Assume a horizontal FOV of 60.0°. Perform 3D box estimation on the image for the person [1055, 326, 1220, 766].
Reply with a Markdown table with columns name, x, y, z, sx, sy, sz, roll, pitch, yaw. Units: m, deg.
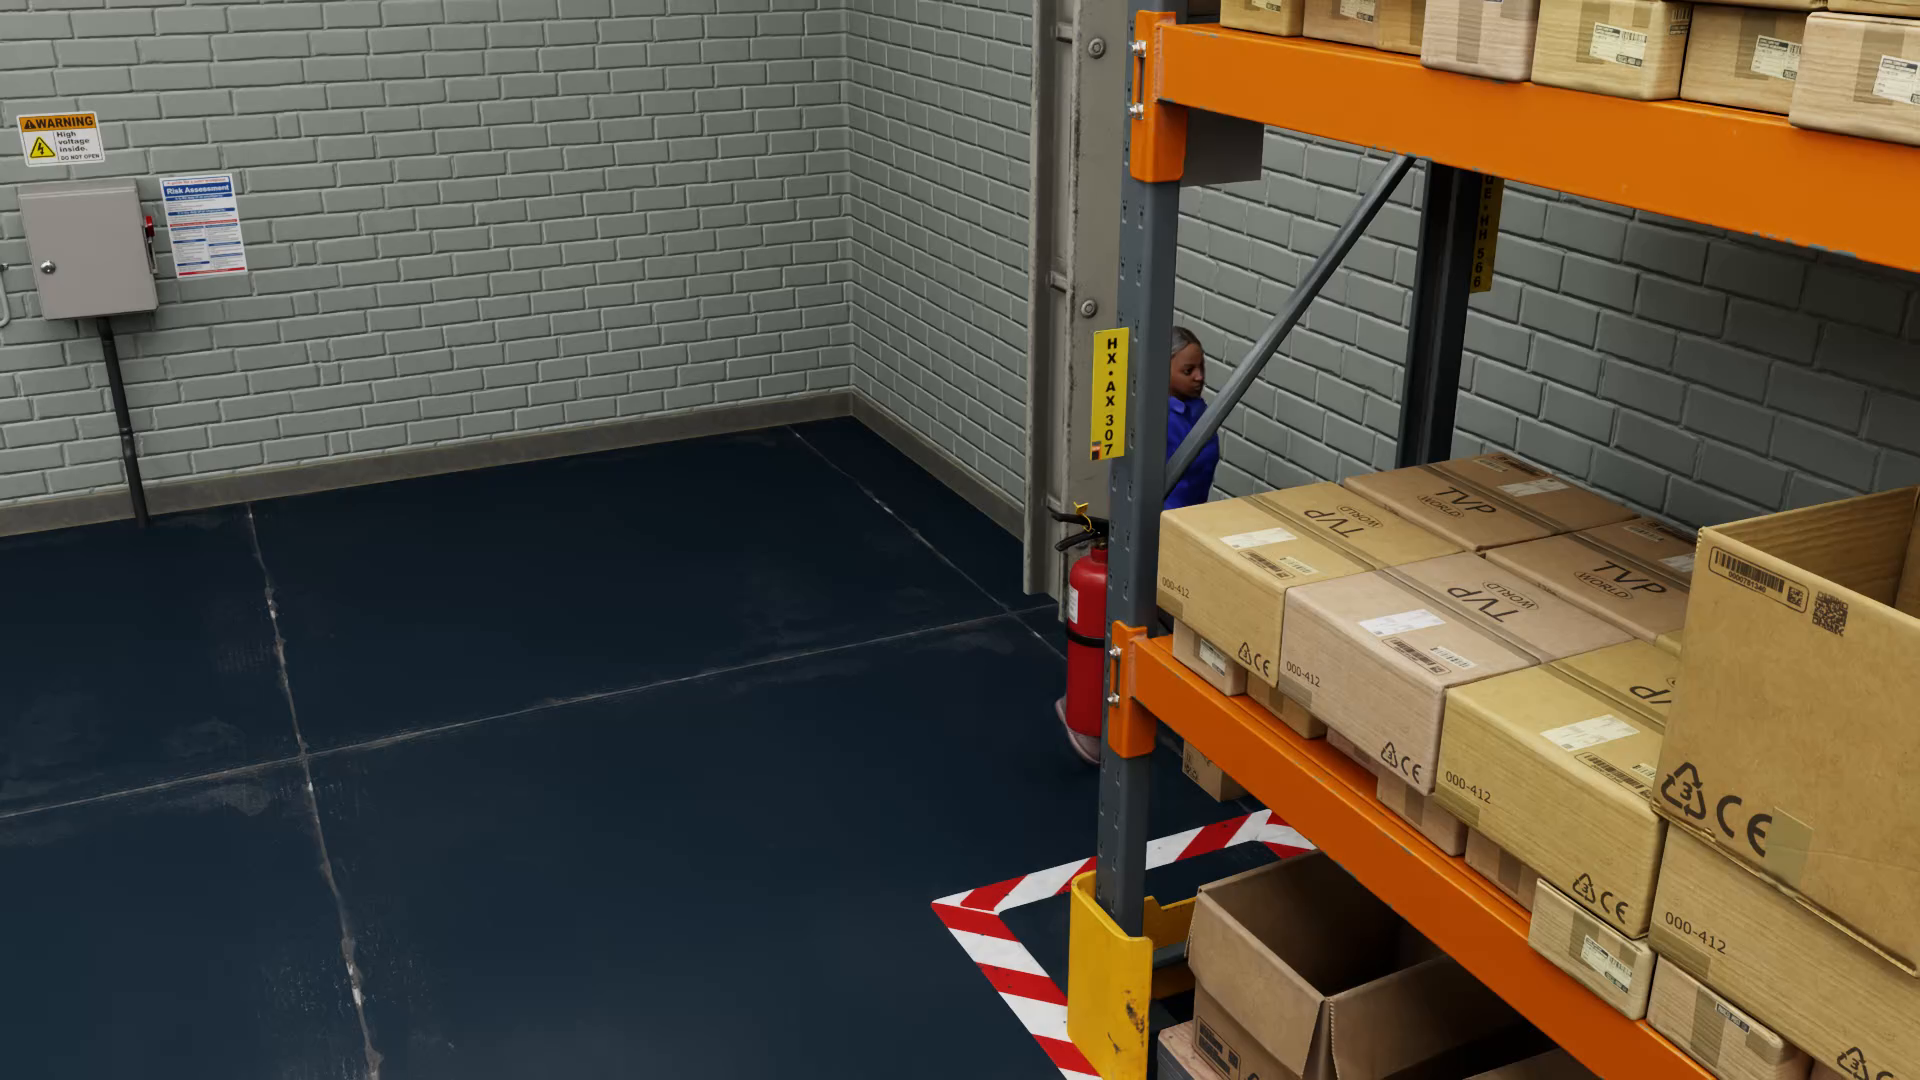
| name | x | y | z | sx | sy | sz | roll | pitch | yaw |
| --- | --- | --- | --- | --- | --- | --- | --- | --- | --- |
| person | 0.724 | 0.027 | 6.020 | 0.600 | 1.641 | 0.646 | 13 | 26 | 30 |
